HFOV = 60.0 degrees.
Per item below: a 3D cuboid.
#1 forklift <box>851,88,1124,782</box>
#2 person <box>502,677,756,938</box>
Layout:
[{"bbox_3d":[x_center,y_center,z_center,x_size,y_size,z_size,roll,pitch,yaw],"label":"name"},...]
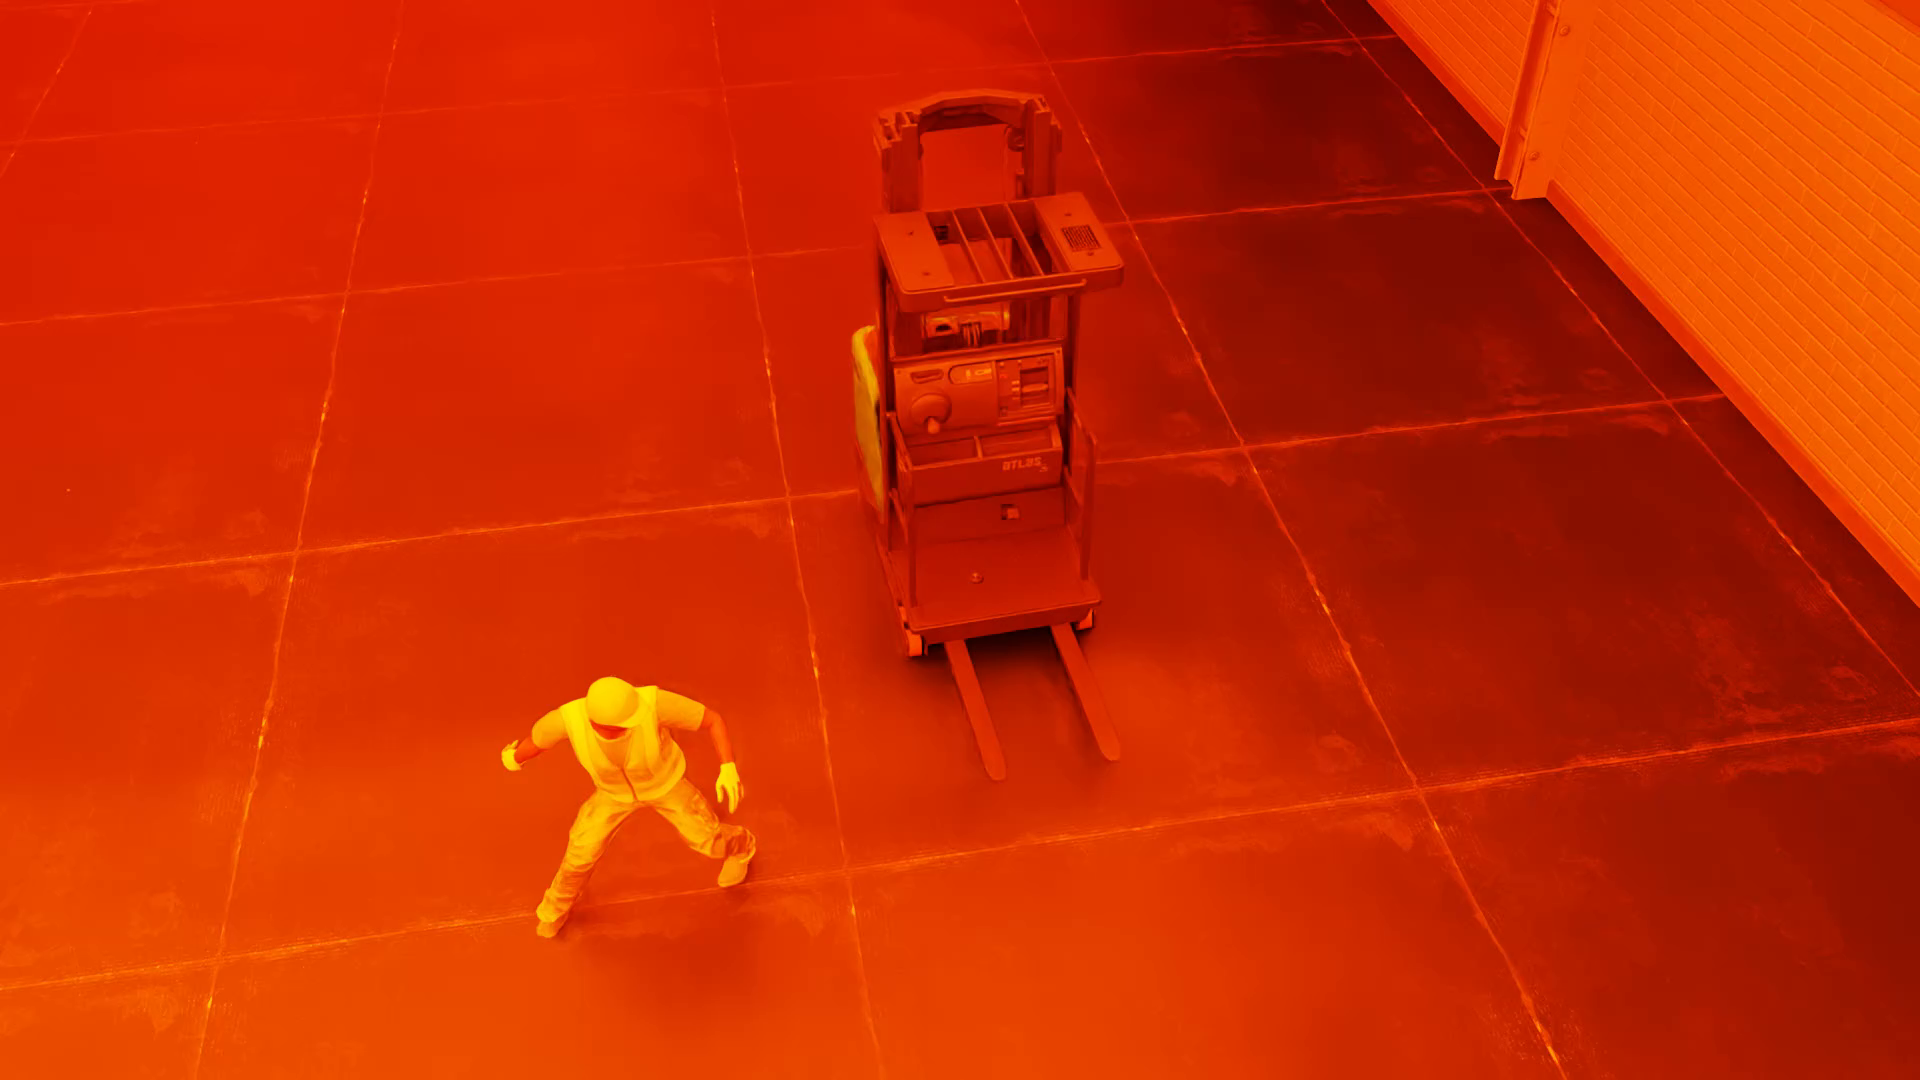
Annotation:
[{"bbox_3d":[0.158,-0.727,8.812,1.130,2.935,3.031,-9,41,-10],"label":"forklift"},{"bbox_3d":[-1.551,1.179,7.669,1.159,1.723,0.570,-2,40,-2],"label":"person"}]
